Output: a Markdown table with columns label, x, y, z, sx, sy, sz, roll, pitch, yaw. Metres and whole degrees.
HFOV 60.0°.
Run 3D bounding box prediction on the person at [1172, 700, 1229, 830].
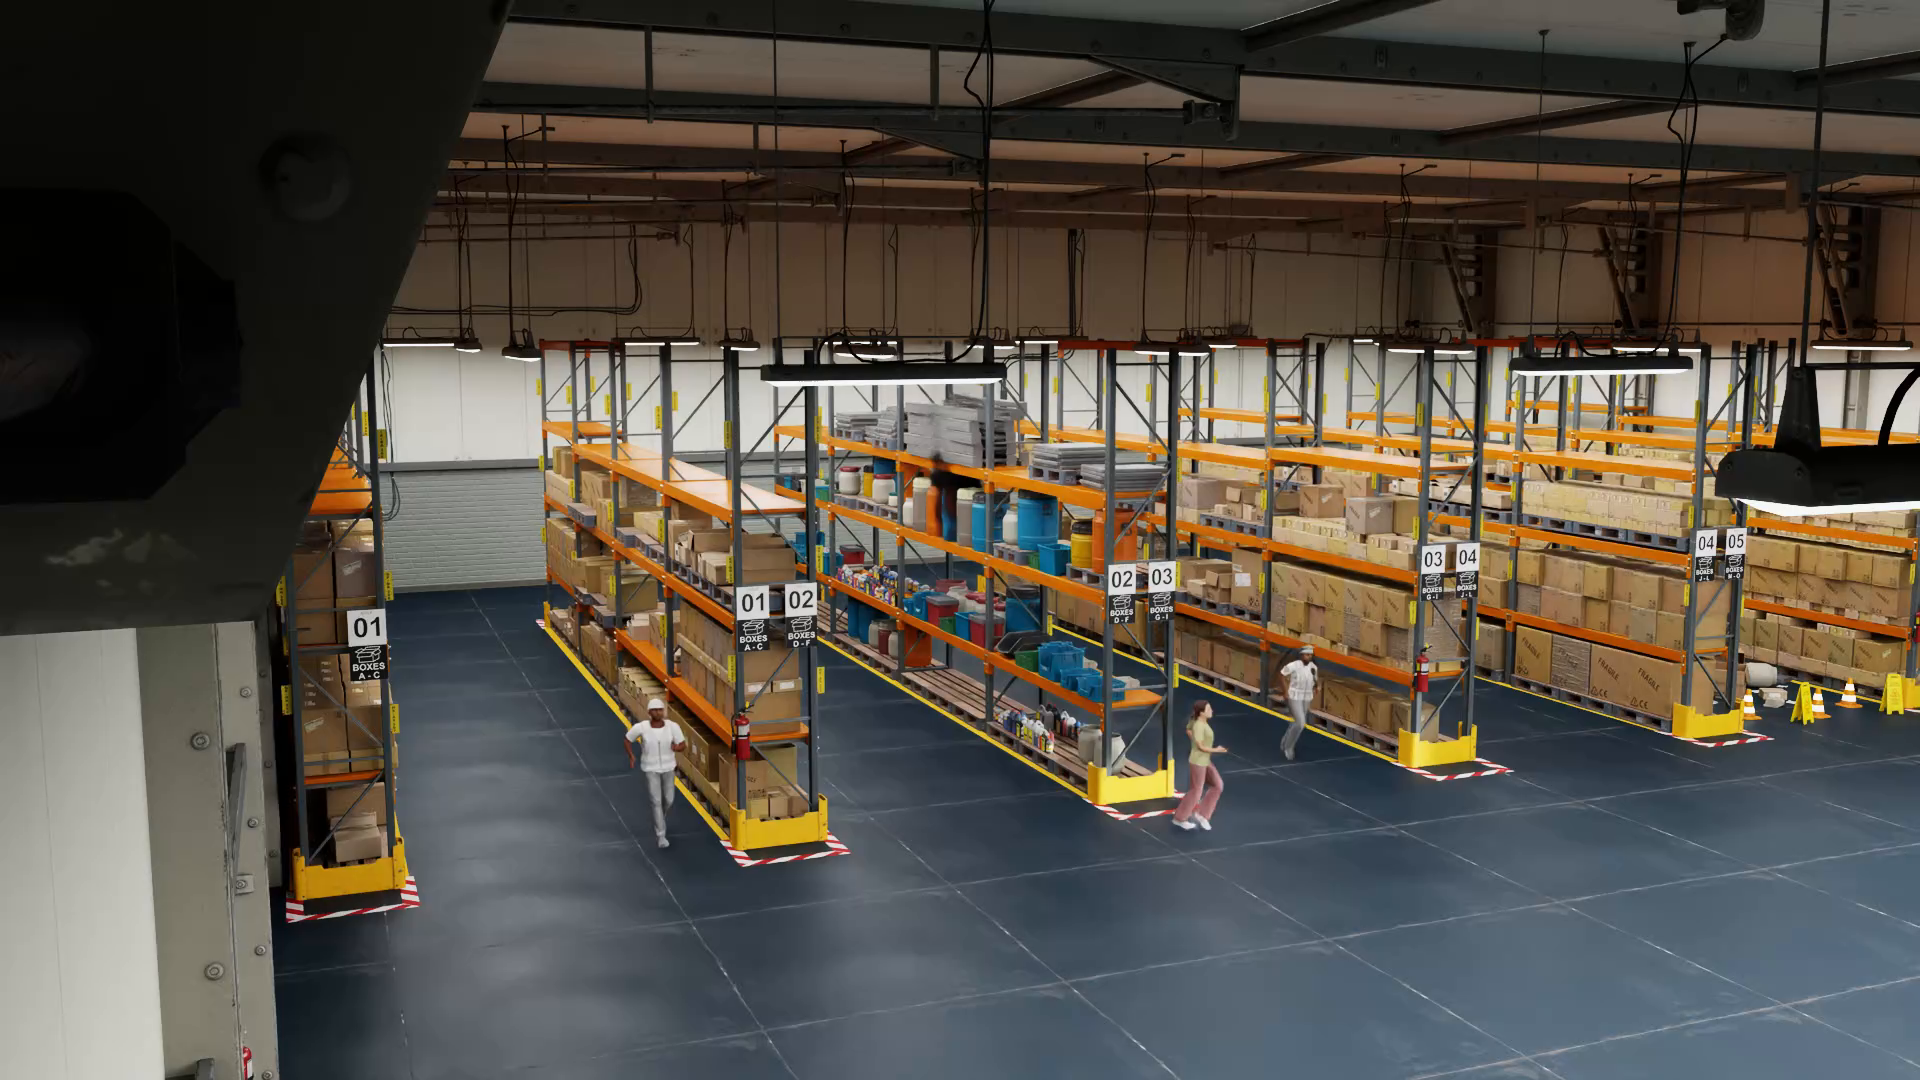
| label | x | y | z | sx | sy | sz | roll | pitch | yaw |
| --- | --- | --- | --- | --- | --- | --- | --- | --- | --- |
| person | 3.010 | 2.829 | 20.775 | 0.694 | 1.714 | 0.602 | 2 | 8 | 15 |

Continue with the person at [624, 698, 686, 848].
| label | x | y | z | sx | sy | sz | roll | pitch | yaw |
| --- | --- | --- | --- | --- | --- | --- | --- | --- | --- |
| person | -3.680 | 2.805 | 20.295 | 0.717 | 1.741 | 0.948 | -3 | 8 | -23 |

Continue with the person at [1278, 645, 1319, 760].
| label | x | y | z | sx | sy | sz | roll | pitch | yaw |
| --- | --- | --- | --- | --- | --- | --- | --- | --- | --- |
| person | 4.990 | 2.362 | 24.366 | 0.555 | 1.709 | 0.714 | -3 | 8 | -22 |
